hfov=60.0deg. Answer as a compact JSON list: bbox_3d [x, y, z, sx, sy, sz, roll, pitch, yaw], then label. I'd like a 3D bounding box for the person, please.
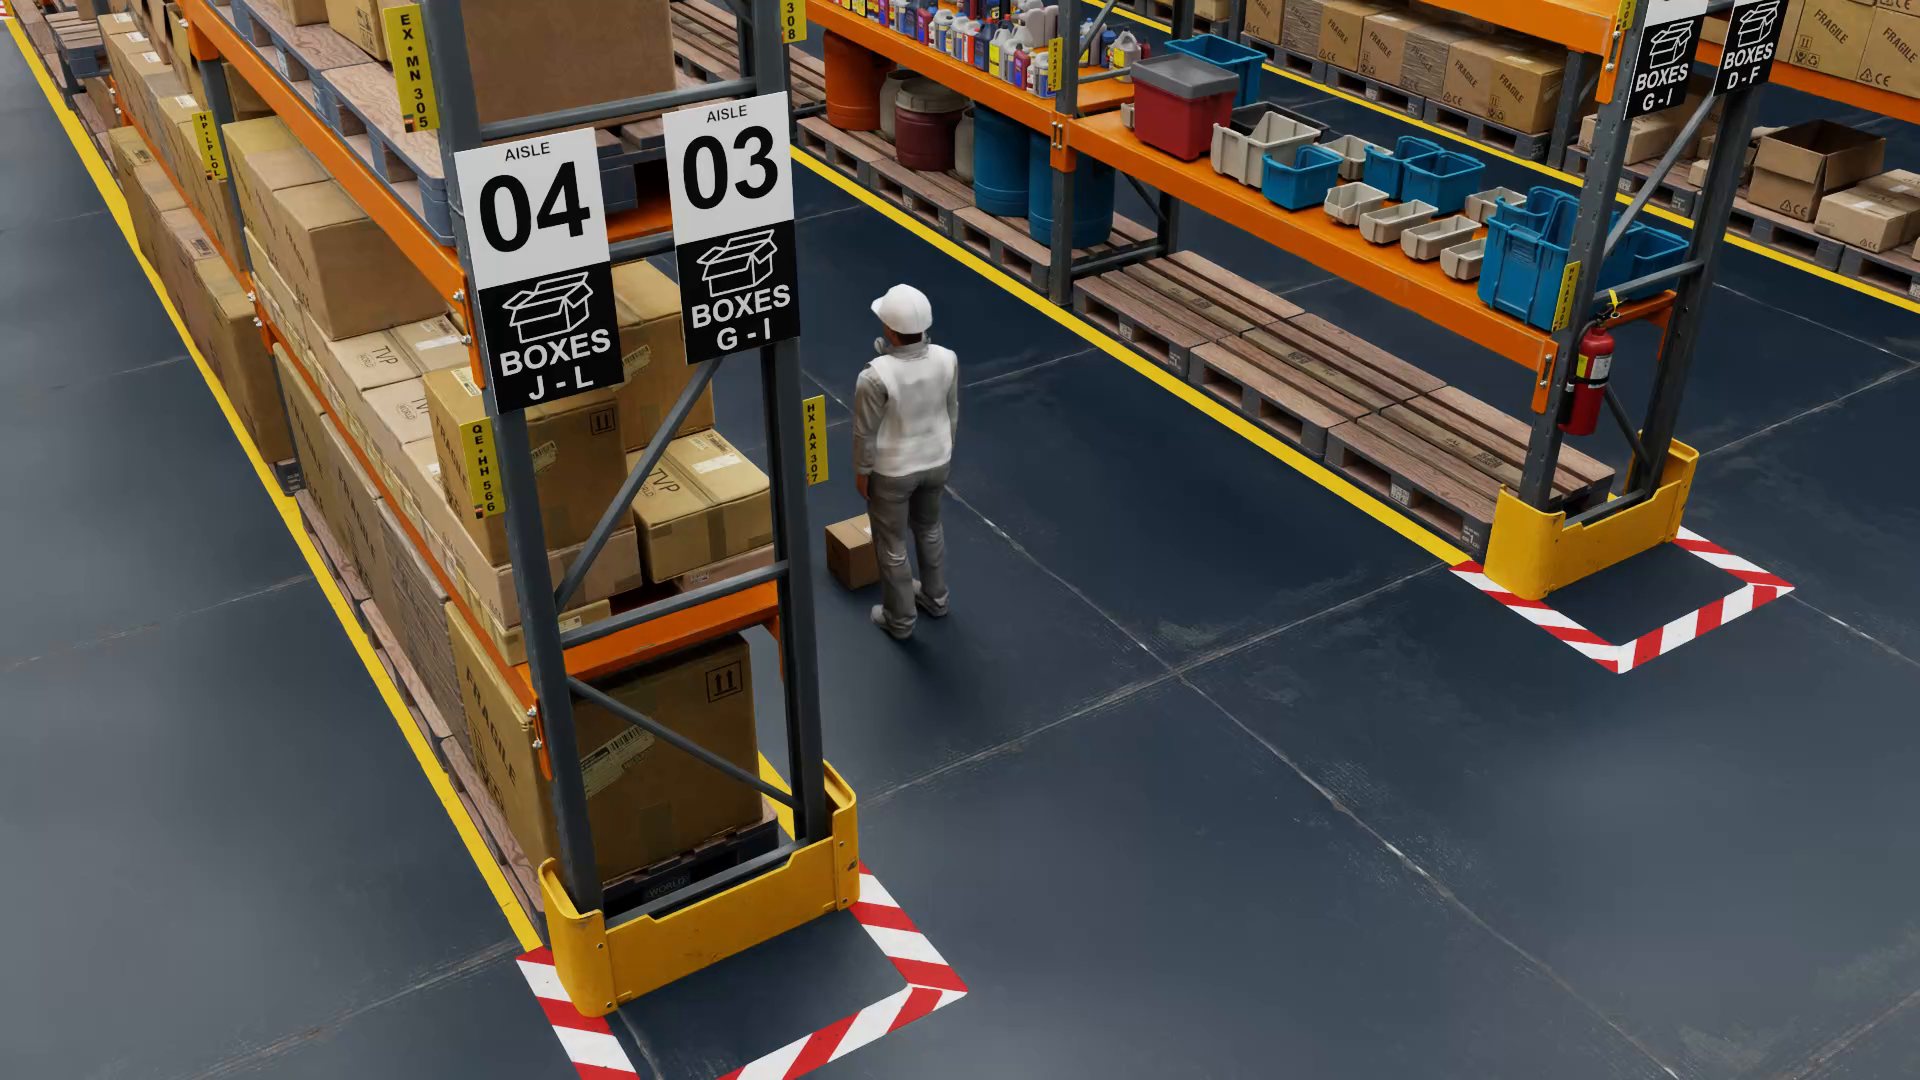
[{"bbox_3d":[-0.265,-0.366,7.705,0.531,1.777,0.390,-18,37,-26],"label":"person"}]
